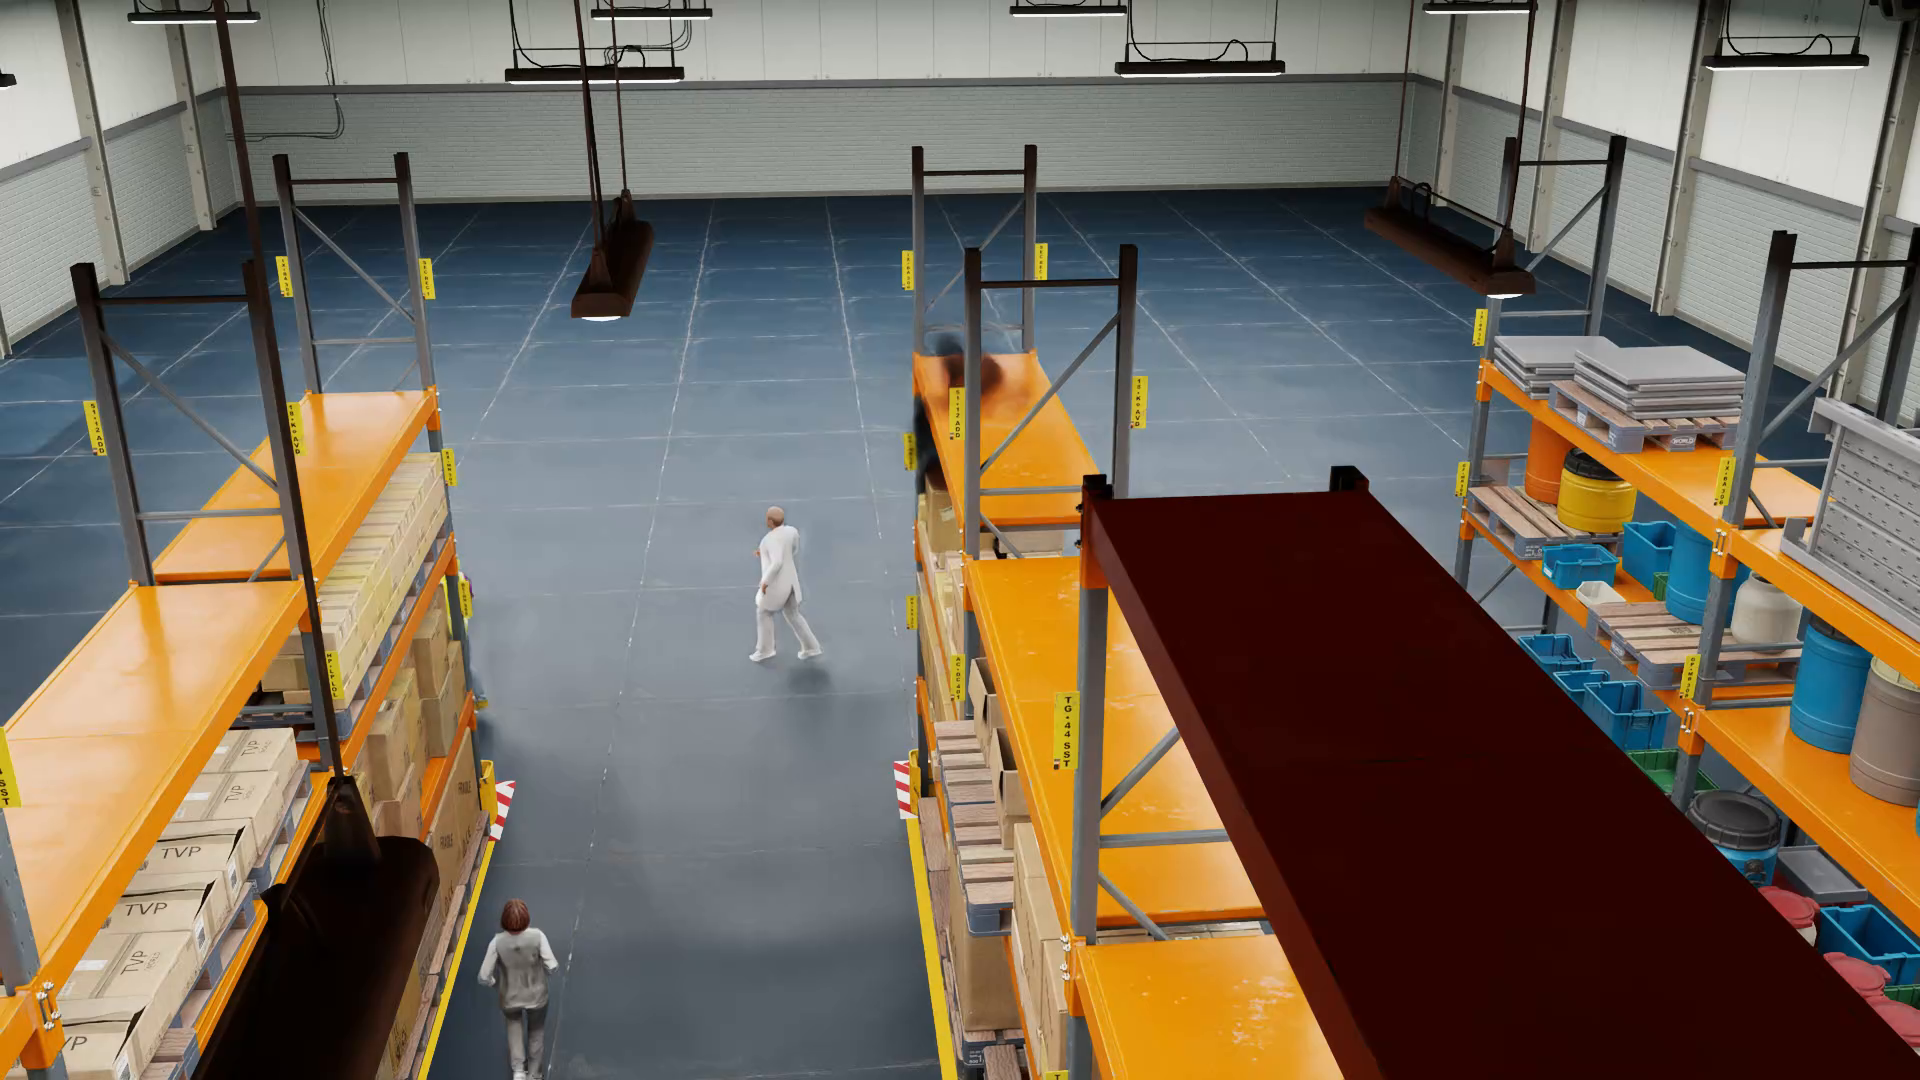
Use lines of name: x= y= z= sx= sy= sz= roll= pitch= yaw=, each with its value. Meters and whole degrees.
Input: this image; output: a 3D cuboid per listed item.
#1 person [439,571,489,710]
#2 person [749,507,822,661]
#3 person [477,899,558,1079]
person: x=-5.175 y=0.929 z=16.850 sx=0.890 sy=1.799 sz=0.687 roll=16 pitch=27 yaw=35
person: x=-1.916 y=0.526 z=17.907 sx=0.887 sy=1.845 sz=0.736 roll=13 pitch=25 yaw=29
person: x=-3.046 y=3.148 z=11.585 sx=0.526 sy=1.536 sz=0.536 roll=-4 pitch=22 yaw=-11
